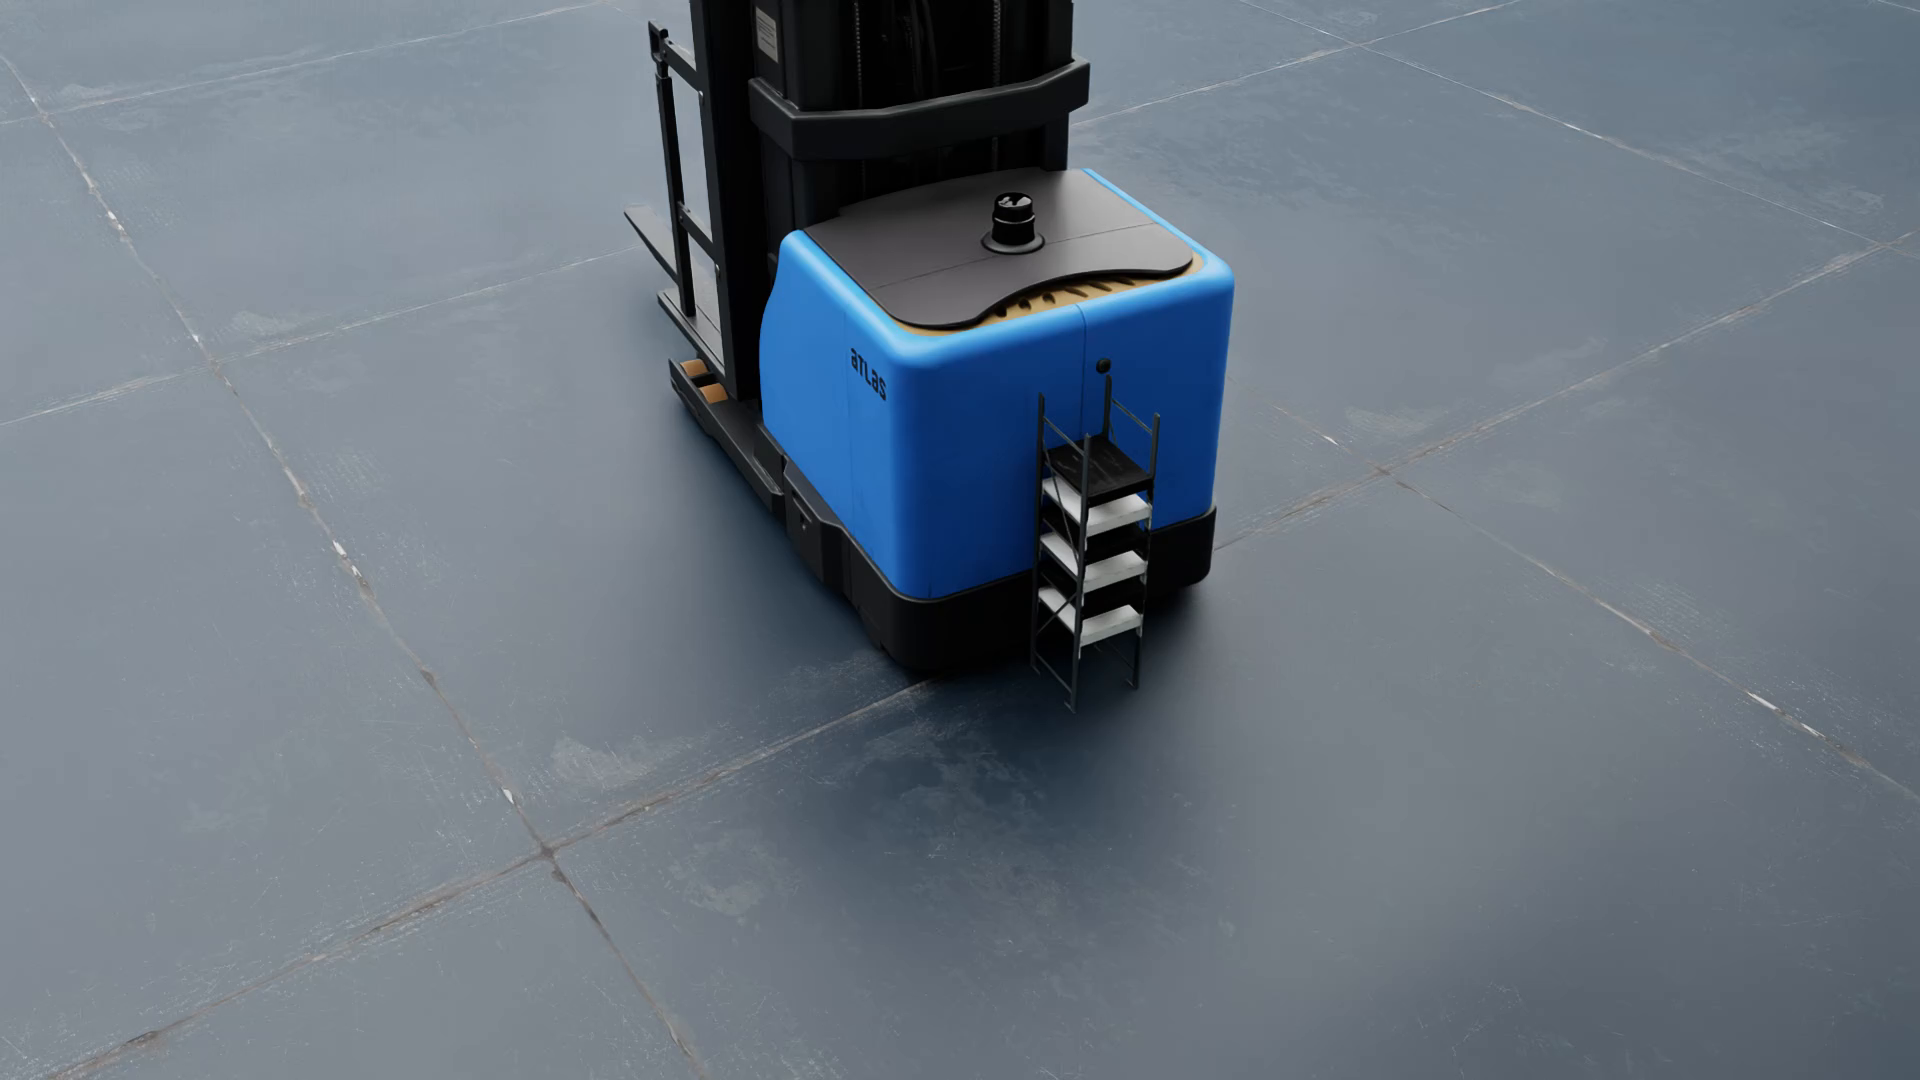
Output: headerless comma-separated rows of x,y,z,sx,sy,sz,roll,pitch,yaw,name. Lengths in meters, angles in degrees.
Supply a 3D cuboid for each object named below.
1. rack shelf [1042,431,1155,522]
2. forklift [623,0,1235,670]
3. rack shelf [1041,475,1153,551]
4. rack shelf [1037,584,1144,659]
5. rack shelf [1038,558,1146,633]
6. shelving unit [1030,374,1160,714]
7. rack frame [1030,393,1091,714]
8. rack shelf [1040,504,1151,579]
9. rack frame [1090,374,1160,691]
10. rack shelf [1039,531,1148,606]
0.349,-0.167,4.307,0.200,0.077,0.258,-18,39,-23,rack shelf
-0.372,-1.673,5.066,1.130,2.935,3.031,-17,39,-22,forklift
0.349,-0.094,4.359,0.200,0.077,0.258,-18,39,-23,rack shelf
0.349,0.198,4.569,0.200,0.077,0.258,-18,39,-23,rack shelf
0.349,0.125,4.517,0.200,0.077,0.258,-18,39,-23,rack shelf
0.349,0.025,4.445,0.210,0.900,0.258,-18,39,-23,shelving unit
0.260,0.053,4.405,0.006,0.900,0.240,-18,39,-23,rack frame
0.349,-0.021,4.412,0.200,0.077,0.258,-18,39,-23,rack shelf
0.438,-0.004,4.484,0.006,0.900,0.240,-18,39,-23,rack frame
0.349,0.052,4.464,0.200,0.077,0.258,-18,39,-23,rack shelf
